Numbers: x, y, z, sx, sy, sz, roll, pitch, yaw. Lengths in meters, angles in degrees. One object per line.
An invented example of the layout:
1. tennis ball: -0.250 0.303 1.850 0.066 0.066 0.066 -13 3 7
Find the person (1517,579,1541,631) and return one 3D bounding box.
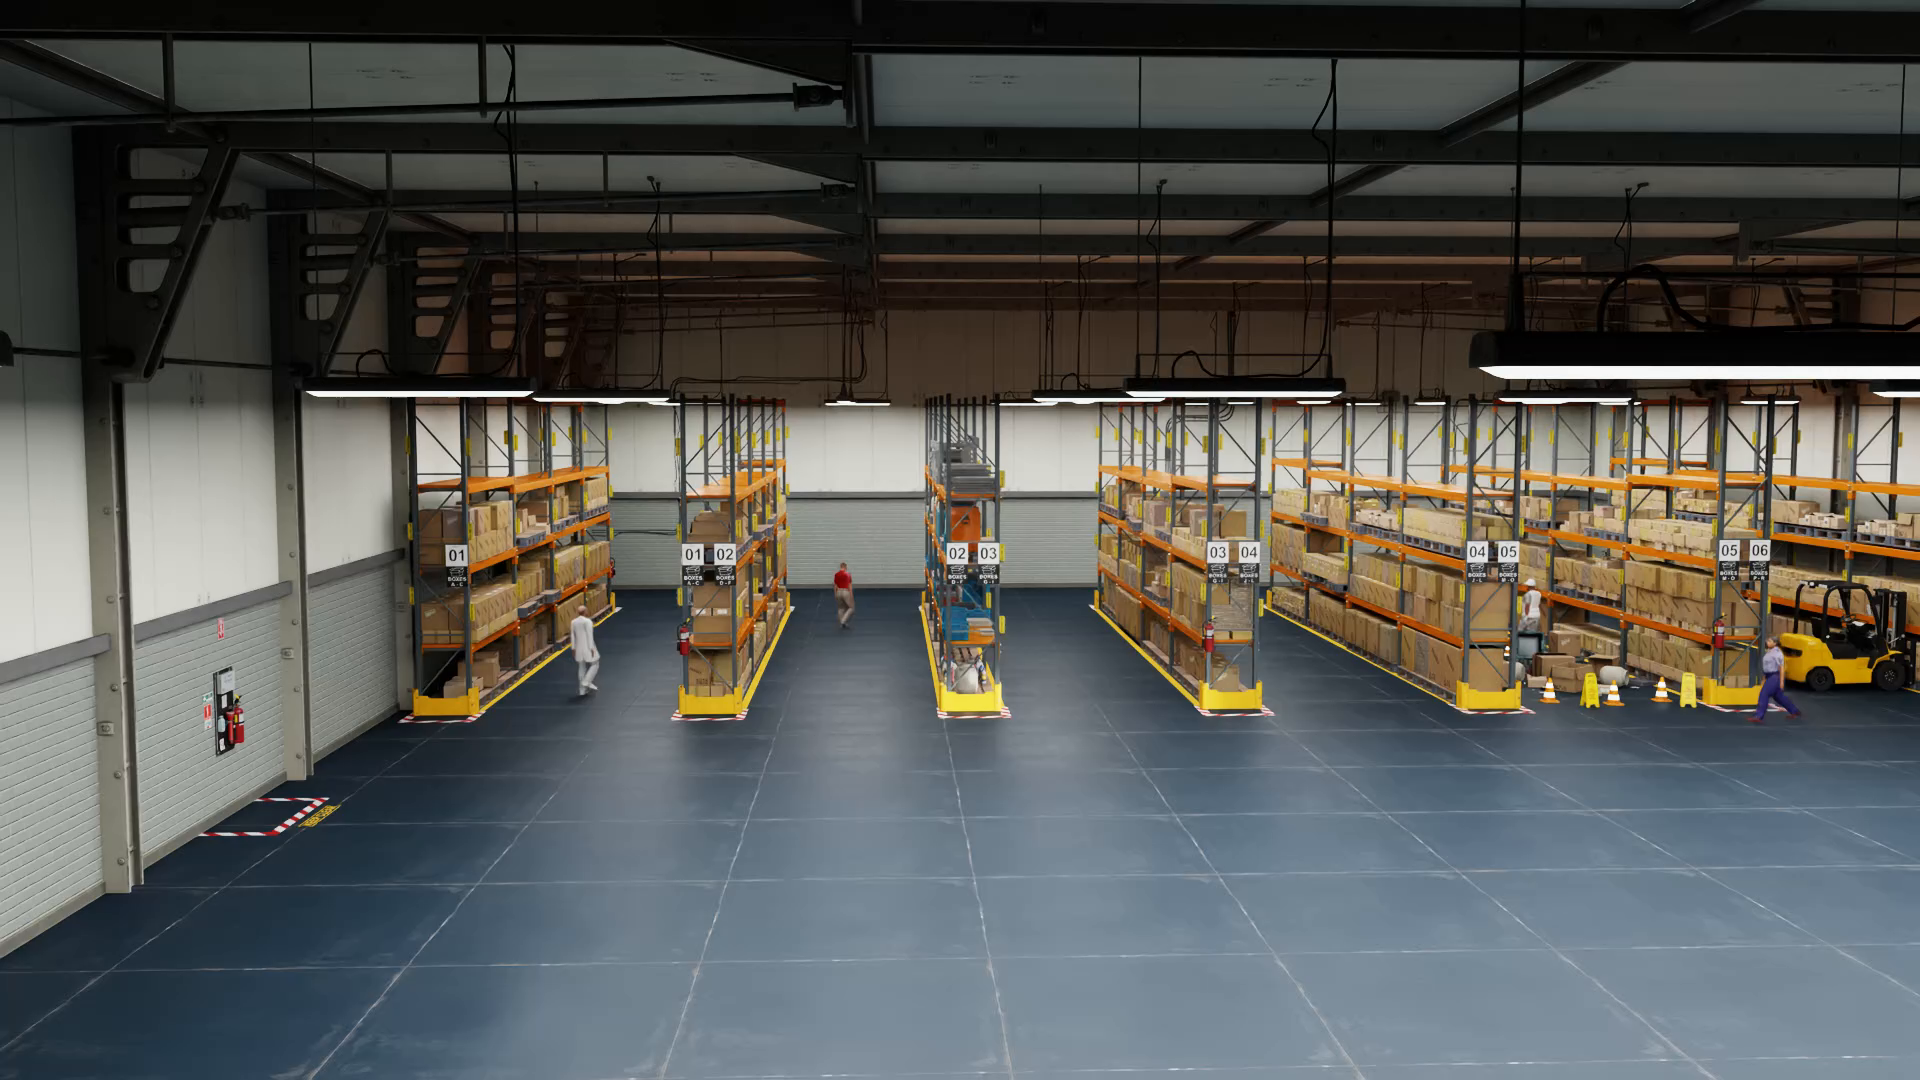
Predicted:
1. person: 13.211 1.790 38.507 0.594 1.785 0.427 -3 5 -30

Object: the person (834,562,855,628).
1. person: -3.035 1.442 43.337 0.573 1.726 0.482 3 5 35

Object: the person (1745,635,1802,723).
1. person: 14.829 2.526 30.245 1.016 1.598 0.481 1 5 9

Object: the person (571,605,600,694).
1. person: -7.537 2.202 33.312 0.625 1.769 0.571 1 5 10

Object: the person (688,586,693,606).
1. person: -7.823 1.056 48.254 0.440 1.680 0.503 0 5 -6
